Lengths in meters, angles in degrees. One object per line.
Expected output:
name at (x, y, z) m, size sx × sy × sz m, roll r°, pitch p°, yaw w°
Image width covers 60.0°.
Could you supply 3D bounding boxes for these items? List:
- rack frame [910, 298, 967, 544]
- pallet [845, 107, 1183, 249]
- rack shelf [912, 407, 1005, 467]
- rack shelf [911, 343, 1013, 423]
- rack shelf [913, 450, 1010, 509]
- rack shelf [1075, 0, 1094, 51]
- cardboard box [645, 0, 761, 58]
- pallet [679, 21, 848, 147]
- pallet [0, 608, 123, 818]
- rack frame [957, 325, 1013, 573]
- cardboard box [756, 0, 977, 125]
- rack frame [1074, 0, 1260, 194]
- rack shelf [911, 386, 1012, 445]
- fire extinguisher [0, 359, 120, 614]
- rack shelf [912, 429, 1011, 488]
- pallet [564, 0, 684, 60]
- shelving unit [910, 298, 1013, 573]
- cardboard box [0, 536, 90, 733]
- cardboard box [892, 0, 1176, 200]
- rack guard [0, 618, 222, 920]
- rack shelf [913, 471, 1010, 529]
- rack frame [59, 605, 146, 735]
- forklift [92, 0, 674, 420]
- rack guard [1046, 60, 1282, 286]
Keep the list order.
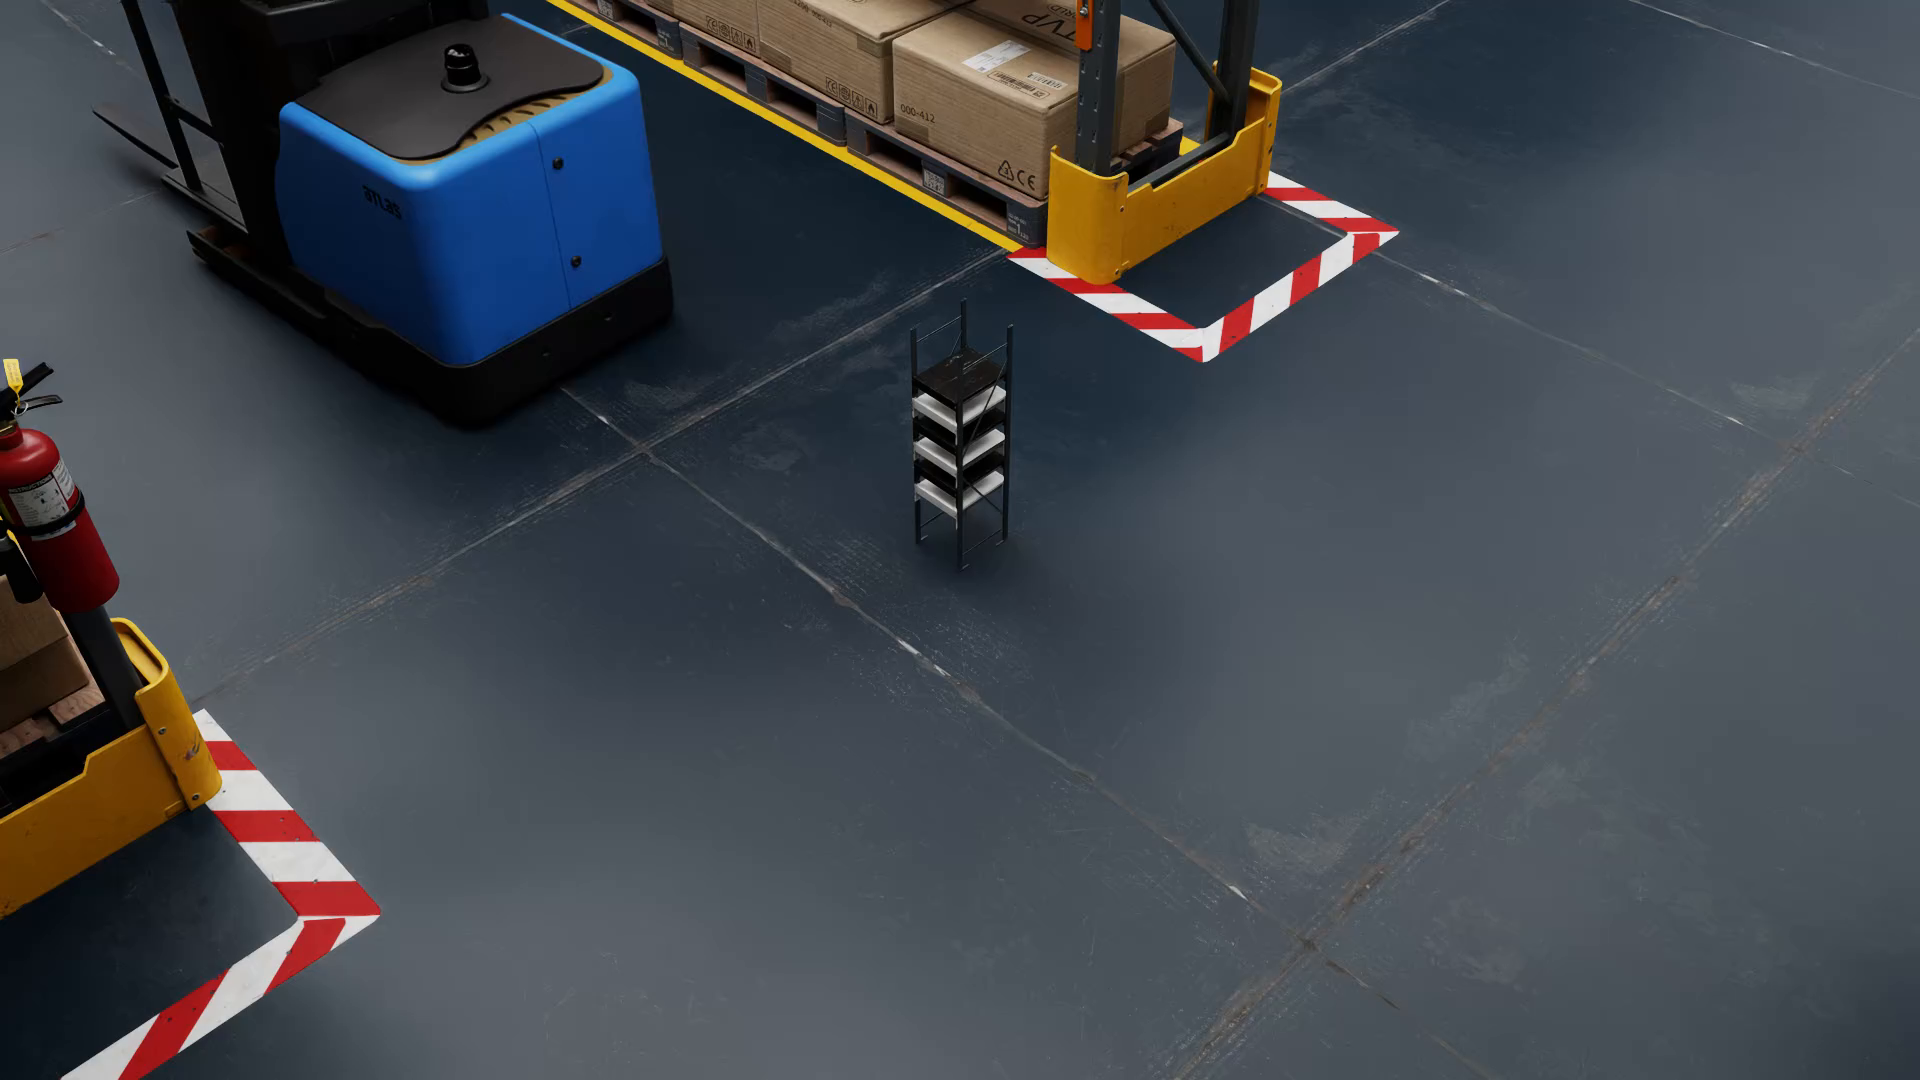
rack frame at (-0.066, -0.375, 5.493) m, size 0.240 × 0.900 × 0.006 m, roll -34°, pitch 53°, yaw -31°
pallet at (0.237, -1.834, 7.579) m, size 1.003 × 0.211 × 1.213 m, roll -34°, pitch 53°, yaw -31°
rack shelf at (0.006, -0.368, 5.402) m, size 0.258 × 0.077 × 0.200 m, roll -34°, pitch 53°, yaw -31°
rack shelf at (0.006, -0.500, 5.280) m, size 0.258 × 0.077 × 0.200 m, roll -34°, pitch 53°, yaw -31°
rack shelf at (0.006, -0.236, 5.524) m, size 0.258 × 0.077 × 0.200 m, roll -34°, pitch 53°, yaw -31°
rack shelf at (-0.555, -3.208, 7.542) m, size 1.077 × 0.370 × 4.000 m, roll -34°, pitch 53°, yaw -31°
cardboard box at (-0.968, -2.864, 8.217) m, size 0.875 × 0.438 × 0.875 m, roll 33°, pitch 52°, yaw 30°
pallet at (-0.620, -2.420, 8.214) m, size 1.003 × 0.211 × 1.213 m, roll -34°, pitch 53°, yaw -31°
pallet at (-3.272, 0.474, 5.081) m, size 1.003 × 0.211 × 1.213 m, roll -34°, pitch 53°, yaw -31°
rack frame at (0.078, -0.278, 5.388) m, size 0.240 × 0.900 × 0.006 m, roll -34°, pitch 53°, yaw -31°
cardboard box at (-0.332, -2.430, 7.748) m, size 0.875 × 0.438 × 0.875 m, roll -33°, pitch 52°, yaw -30°
rack frame at (0.857, -2.512, 6.258) m, size 1.000 × 3.000 × 0.127 m, roll -34°, pitch 53°, yaw -31°
rack shelf at (0.006, -0.434, 5.341) m, size 0.258 × 0.077 × 0.200 m, roll -34°, pitch 53°, yaw -31°
fire extinguisher at (-2.224, -0.116, 3.997) m, size 0.296 × 0.674 × 0.183 m, roll -34°, pitch 53°, yaw -31°
rack shelf at (0.006, -0.302, 5.463) m, size 0.258 × 0.077 × 0.200 m, roll -34°, pitch 53°, yaw -31°
pallet at (-1.486, -3.007, 8.848) m, size 1.003 × 0.211 × 1.213 m, roll -34°, pitch 53°, yaw -31°
shelving unit at (0.006, -0.327, 5.440) m, size 0.258 × 0.900 × 0.210 m, roll -34°, pitch 53°, yaw -31°
cardboard box at (-3.020, 0.292, 4.753) m, size 0.637 × 0.503 × 0.797 m, roll 32°, pitch 52°, yaw 30°
cardboard box at (0.320, -1.994, 7.276) m, size 0.875 × 0.438 × 0.875 m, roll 32°, pitch 52°, yaw 30°
rack guard at (-2.708, 0.751, 4.569) m, size 1.175 × 0.500 × 0.348 m, roll -34°, pitch 53°, yaw -31°
rack shelf at (0.006, -0.170, 5.585) m, size 0.258 × 0.077 × 0.200 m, roll -34°, pitch 53°, yaw -31°
rack frame at (-2.655, -0.131, 3.681) m, size 1.000 × 3.000 × 0.127 m, roll -34°, pitch 53°, yaw -31°
forklift at (-2.587, -2.379, 6.165) m, size 3.031 × 2.935 × 1.130 m, roll 31°, pitch 51°, yaw 29°
rack guard at (0.874, -1.582, 7.094) m, size 1.175 × 0.500 × 0.348 m, roll -34°, pitch 53°, yaw -31°
